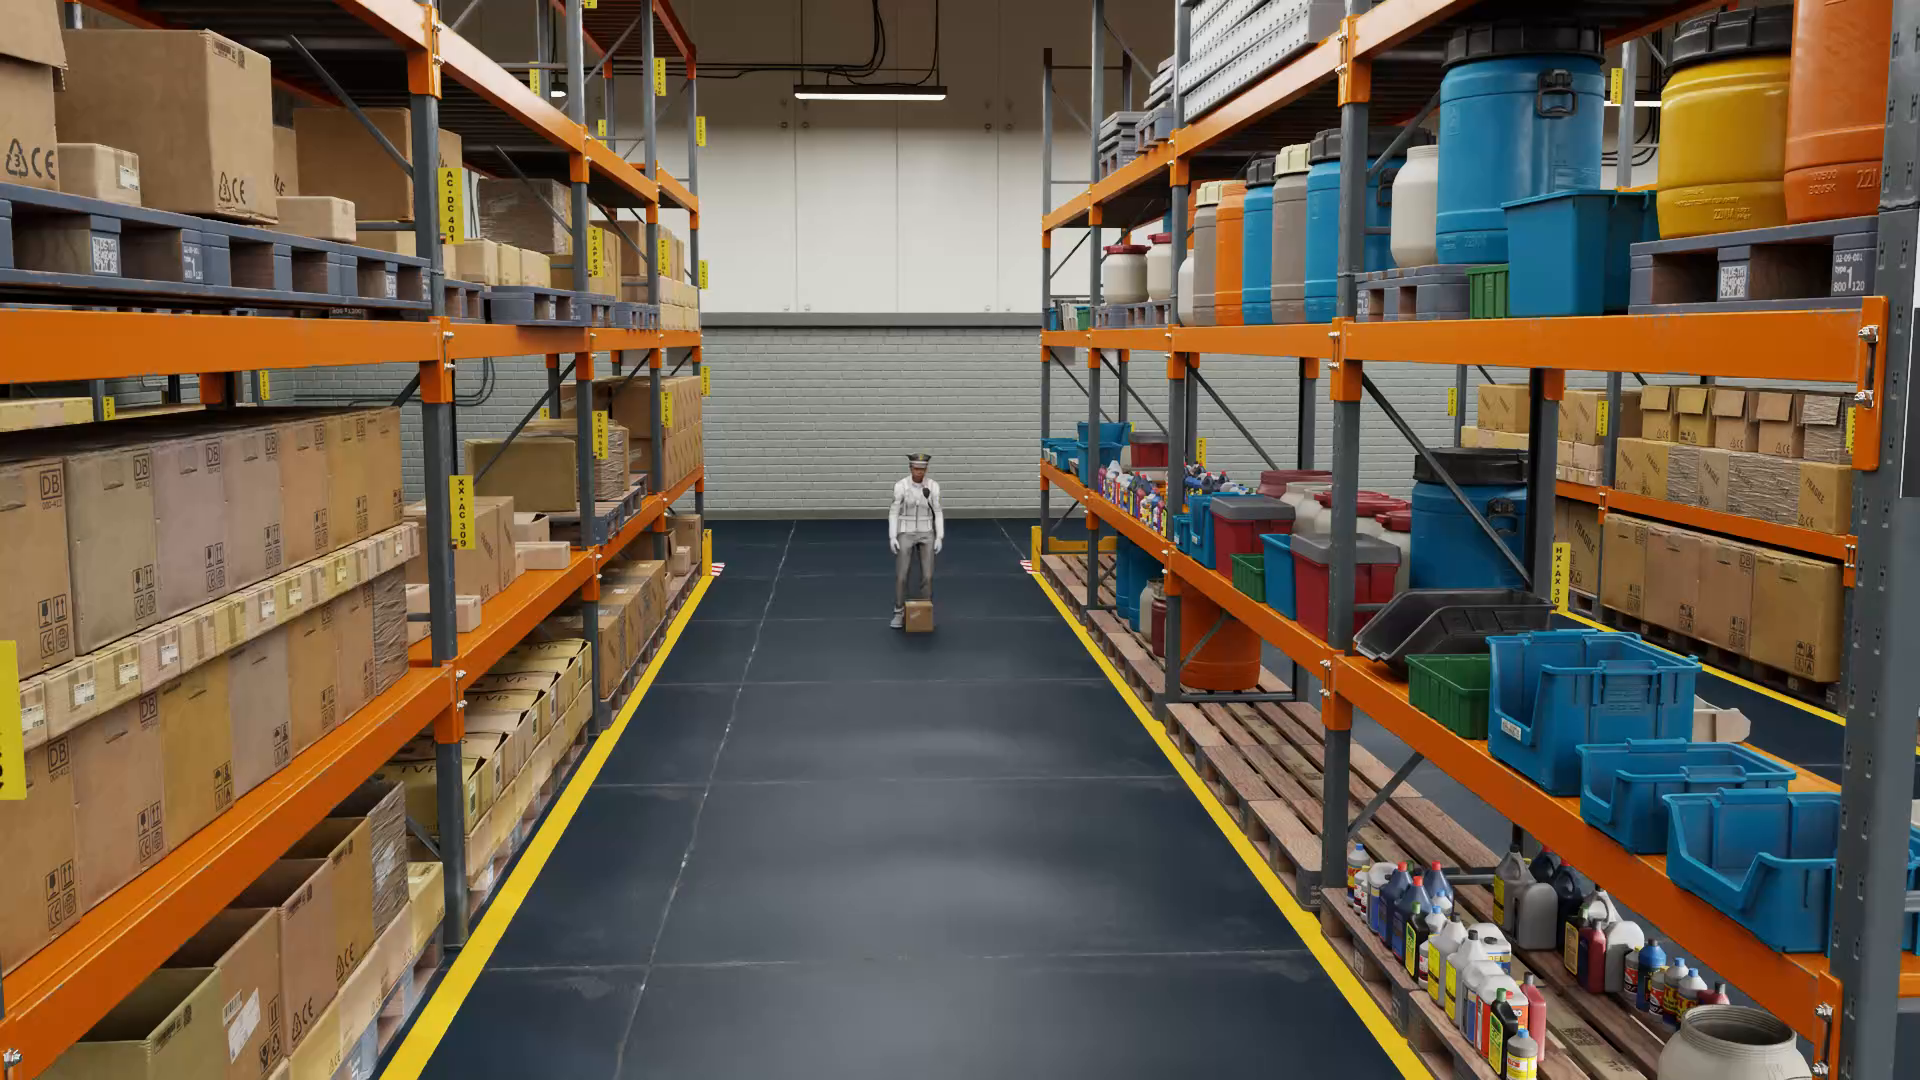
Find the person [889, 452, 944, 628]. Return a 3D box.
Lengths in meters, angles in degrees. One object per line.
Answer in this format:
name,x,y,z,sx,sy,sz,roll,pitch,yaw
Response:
person,-0.413,-0.007,15.798,0.527,1.662,0.375,-1,7,-6
